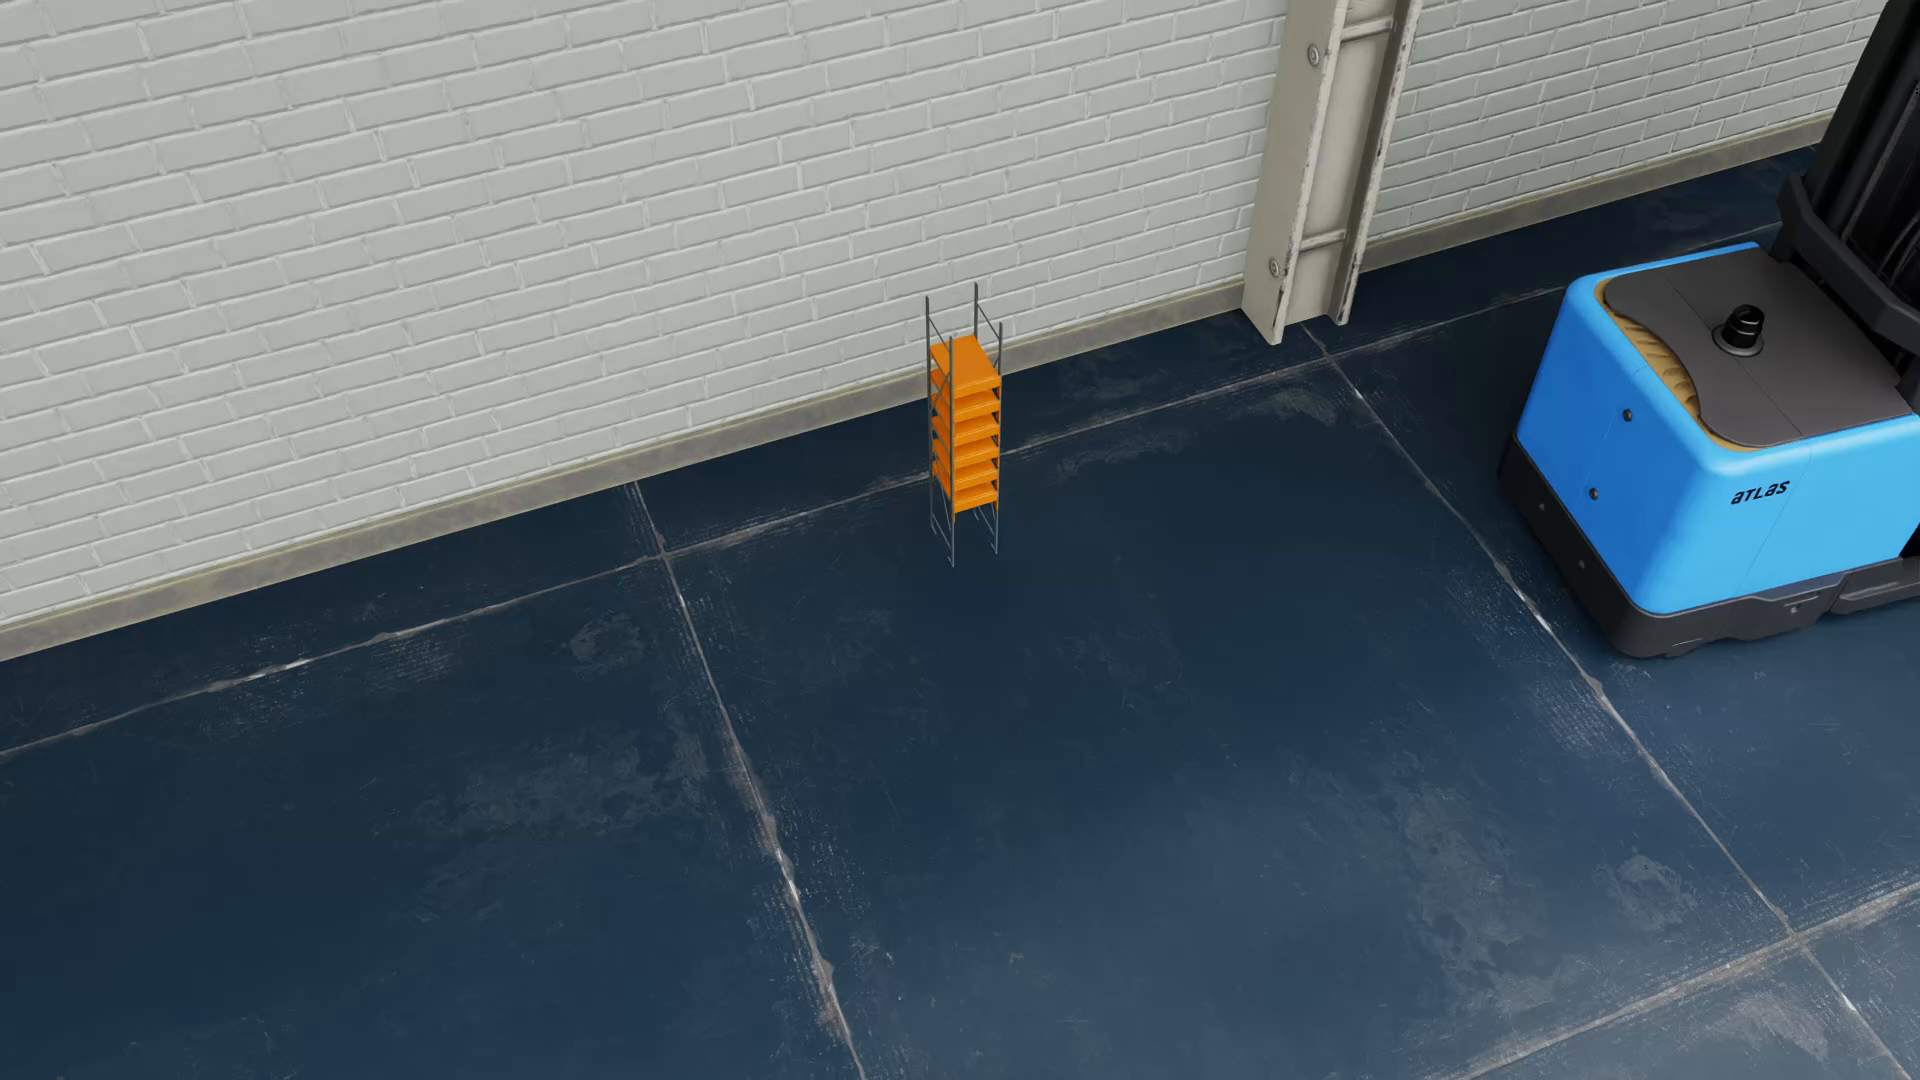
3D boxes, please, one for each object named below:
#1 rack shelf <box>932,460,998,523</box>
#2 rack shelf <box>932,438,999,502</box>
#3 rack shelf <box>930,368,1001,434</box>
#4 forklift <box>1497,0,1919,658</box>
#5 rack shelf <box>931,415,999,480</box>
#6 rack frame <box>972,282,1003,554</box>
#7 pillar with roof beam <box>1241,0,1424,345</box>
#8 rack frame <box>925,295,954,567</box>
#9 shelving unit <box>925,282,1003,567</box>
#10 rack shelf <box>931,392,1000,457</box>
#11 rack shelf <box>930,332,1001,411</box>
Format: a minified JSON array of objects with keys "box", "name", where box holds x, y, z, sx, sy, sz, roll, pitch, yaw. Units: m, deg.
[{"box":[0.013,-0.210,6.355,0.180,0.103,0.258,-17,52,-14],"name":"rack shelf"},{"box":[0.013,-0.288,6.264,0.180,0.103,0.258,-17,52,-14],"name":"rack shelf"},{"box":[0.013,-0.522,5.991,0.180,0.103,0.258,-17,52,-14],"name":"rack shelf"},{"box":[3.747,-1.157,5.653,3.031,2.935,1.130,-12,50,-10],"name":"forklift"},{"box":[0.013,-0.366,6.173,0.180,0.103,0.258,-17,52,-14],"name":"rack shelf"},{"box":[0.098,-0.421,6.162,0.006,1.200,0.240,-17,52,-14],"name":"rack frame"},{"box":[3.122,-0.930,1.458,0.400,9.000,9.100,-17,52,-14],"name":"pillar with roof beam"},{"box":[-0.071,-0.369,6.117,0.006,1.200,0.240,-17,52,-14],"name":"rack frame"},{"box":[0.013,-0.395,6.139,0.189,1.200,0.258,-17,52,-14],"name":"shelving unit"},{"box":[0.013,-0.444,6.082,0.180,0.103,0.258,-17,52,-14],"name":"rack shelf"},{"box":[0.013,-0.601,5.900,0.180,0.103,0.258,-17,52,-14],"name":"rack shelf"}]
